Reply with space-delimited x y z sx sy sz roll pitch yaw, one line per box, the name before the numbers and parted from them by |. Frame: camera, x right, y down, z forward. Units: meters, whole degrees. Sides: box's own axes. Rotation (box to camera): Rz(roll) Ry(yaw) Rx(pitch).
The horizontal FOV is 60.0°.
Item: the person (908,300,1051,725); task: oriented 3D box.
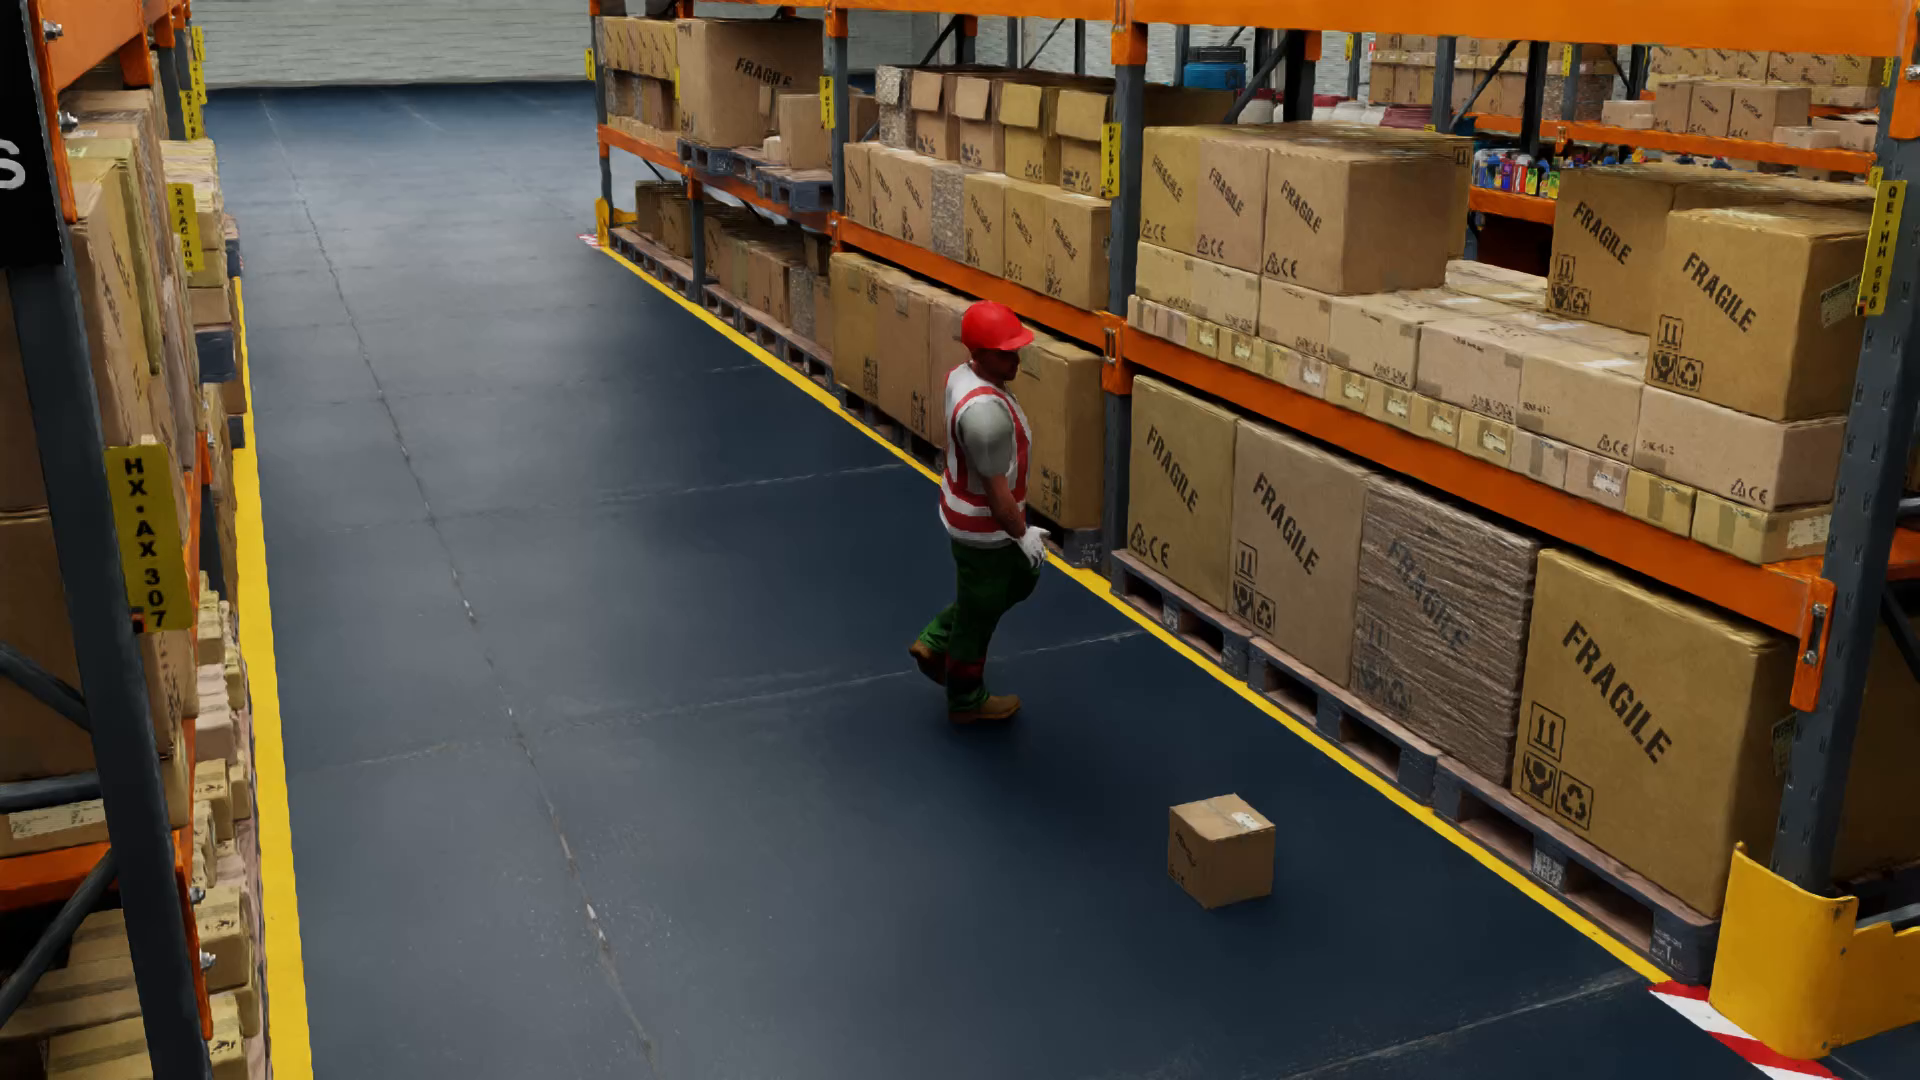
person | 1.196 -1.983 11.917 3.483 1.747 12.569 -1 19 -3
